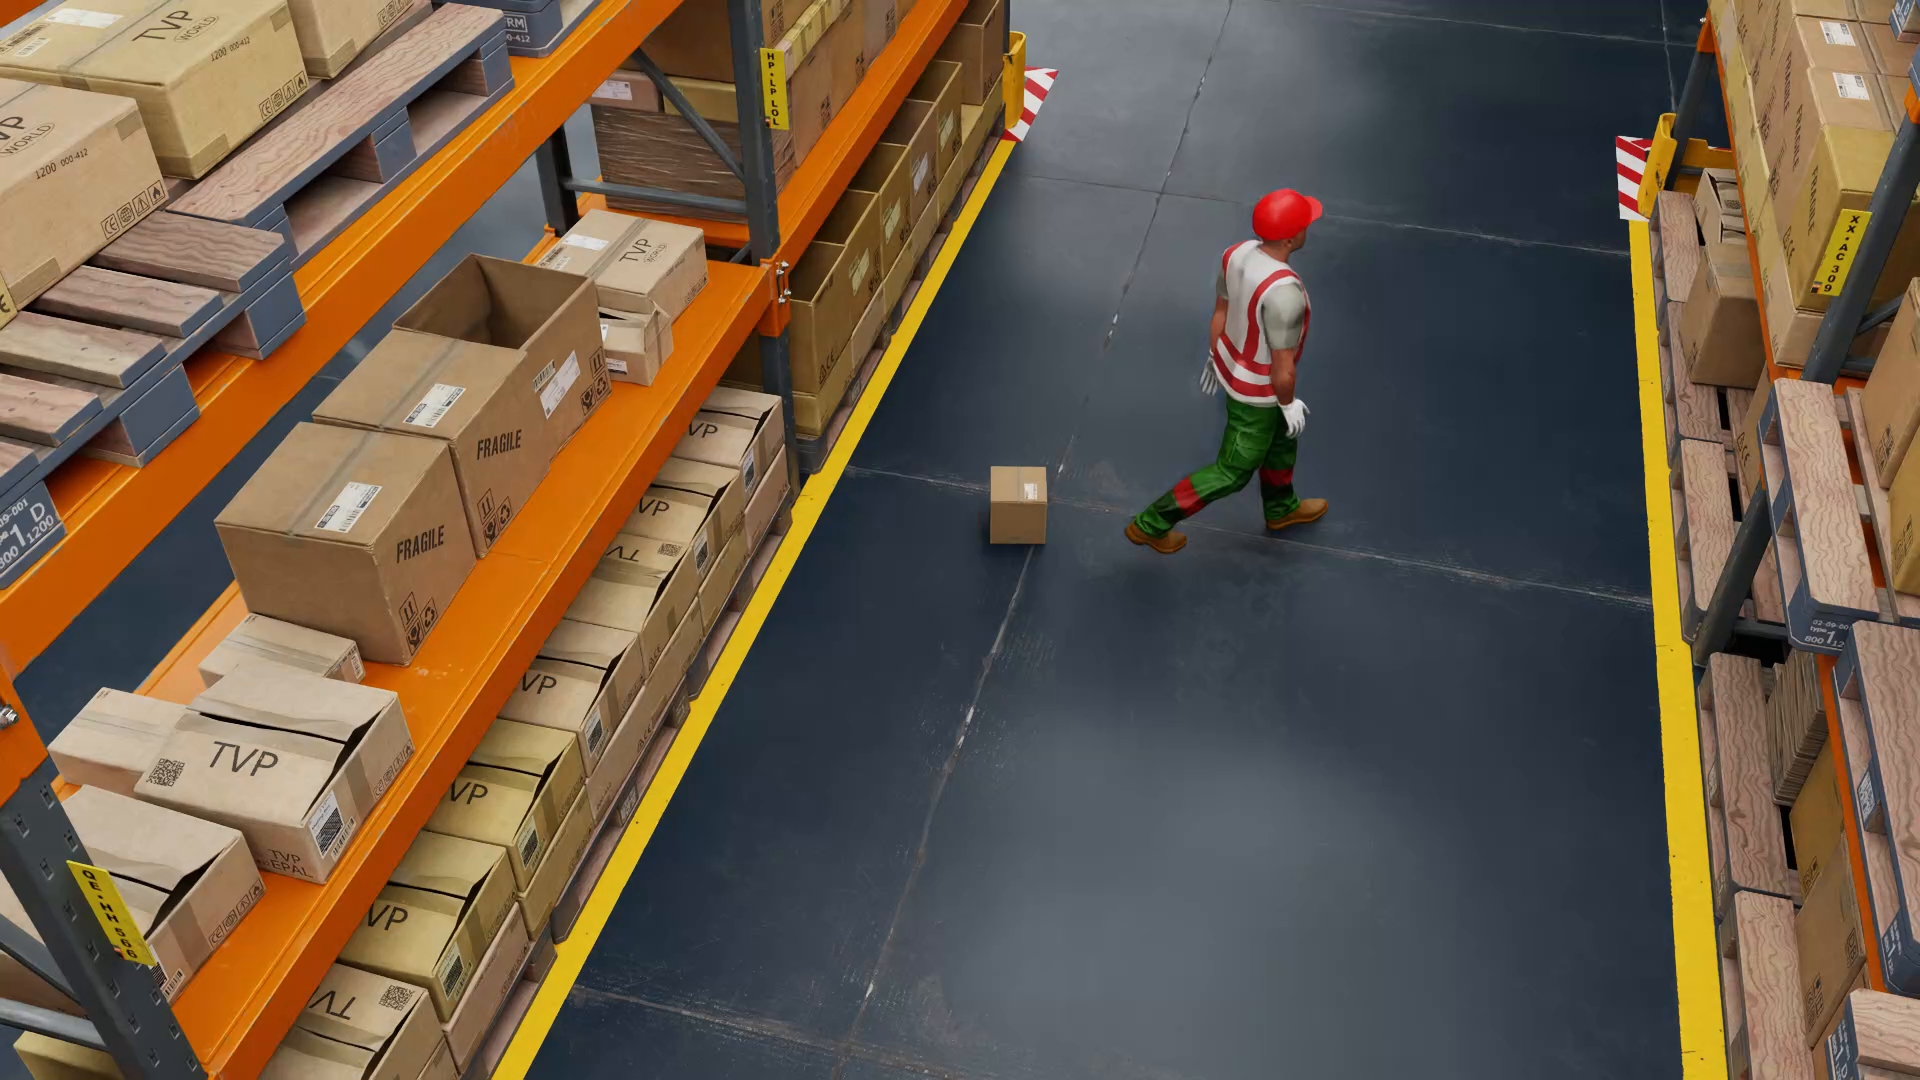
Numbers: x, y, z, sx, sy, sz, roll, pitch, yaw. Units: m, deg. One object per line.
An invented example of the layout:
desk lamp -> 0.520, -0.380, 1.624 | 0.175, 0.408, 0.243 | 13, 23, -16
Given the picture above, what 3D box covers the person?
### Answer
person -> 1.195, -0.663, 6.916 | 1.012, 1.752, 0.522 | -8, 41, -9
